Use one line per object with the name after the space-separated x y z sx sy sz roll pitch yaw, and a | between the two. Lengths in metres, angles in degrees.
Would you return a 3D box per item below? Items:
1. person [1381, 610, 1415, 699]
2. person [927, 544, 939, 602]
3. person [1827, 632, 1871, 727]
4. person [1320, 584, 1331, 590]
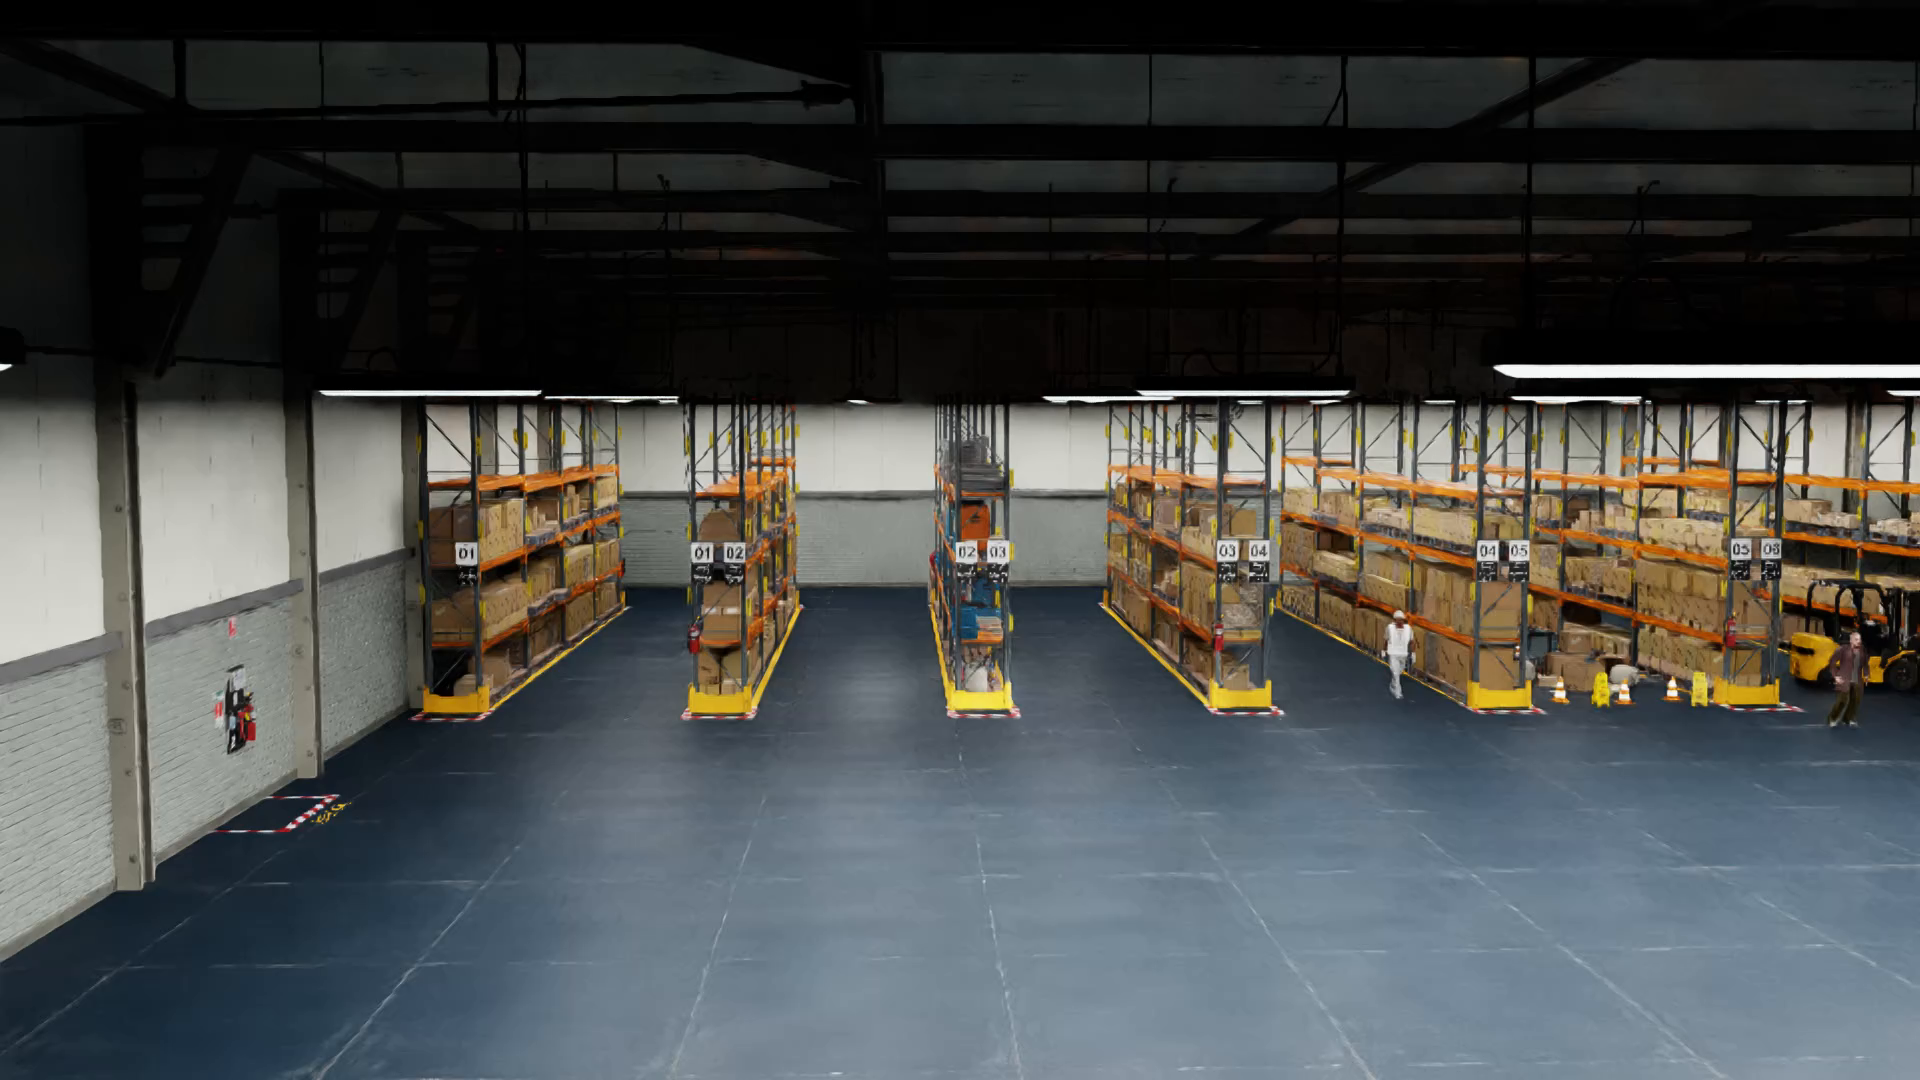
8.644 2.238 32.717 0.577 1.733 1.042 0 5 -3 | person
-0.697 0.974 48.609 0.546 1.733 0.580 4 6 41 | person
15.855 2.486 29.683 0.729 1.733 0.544 0 5 -4 | person
10.782 1.006 48.839 0.494 1.589 0.623 3 5 29 | person
